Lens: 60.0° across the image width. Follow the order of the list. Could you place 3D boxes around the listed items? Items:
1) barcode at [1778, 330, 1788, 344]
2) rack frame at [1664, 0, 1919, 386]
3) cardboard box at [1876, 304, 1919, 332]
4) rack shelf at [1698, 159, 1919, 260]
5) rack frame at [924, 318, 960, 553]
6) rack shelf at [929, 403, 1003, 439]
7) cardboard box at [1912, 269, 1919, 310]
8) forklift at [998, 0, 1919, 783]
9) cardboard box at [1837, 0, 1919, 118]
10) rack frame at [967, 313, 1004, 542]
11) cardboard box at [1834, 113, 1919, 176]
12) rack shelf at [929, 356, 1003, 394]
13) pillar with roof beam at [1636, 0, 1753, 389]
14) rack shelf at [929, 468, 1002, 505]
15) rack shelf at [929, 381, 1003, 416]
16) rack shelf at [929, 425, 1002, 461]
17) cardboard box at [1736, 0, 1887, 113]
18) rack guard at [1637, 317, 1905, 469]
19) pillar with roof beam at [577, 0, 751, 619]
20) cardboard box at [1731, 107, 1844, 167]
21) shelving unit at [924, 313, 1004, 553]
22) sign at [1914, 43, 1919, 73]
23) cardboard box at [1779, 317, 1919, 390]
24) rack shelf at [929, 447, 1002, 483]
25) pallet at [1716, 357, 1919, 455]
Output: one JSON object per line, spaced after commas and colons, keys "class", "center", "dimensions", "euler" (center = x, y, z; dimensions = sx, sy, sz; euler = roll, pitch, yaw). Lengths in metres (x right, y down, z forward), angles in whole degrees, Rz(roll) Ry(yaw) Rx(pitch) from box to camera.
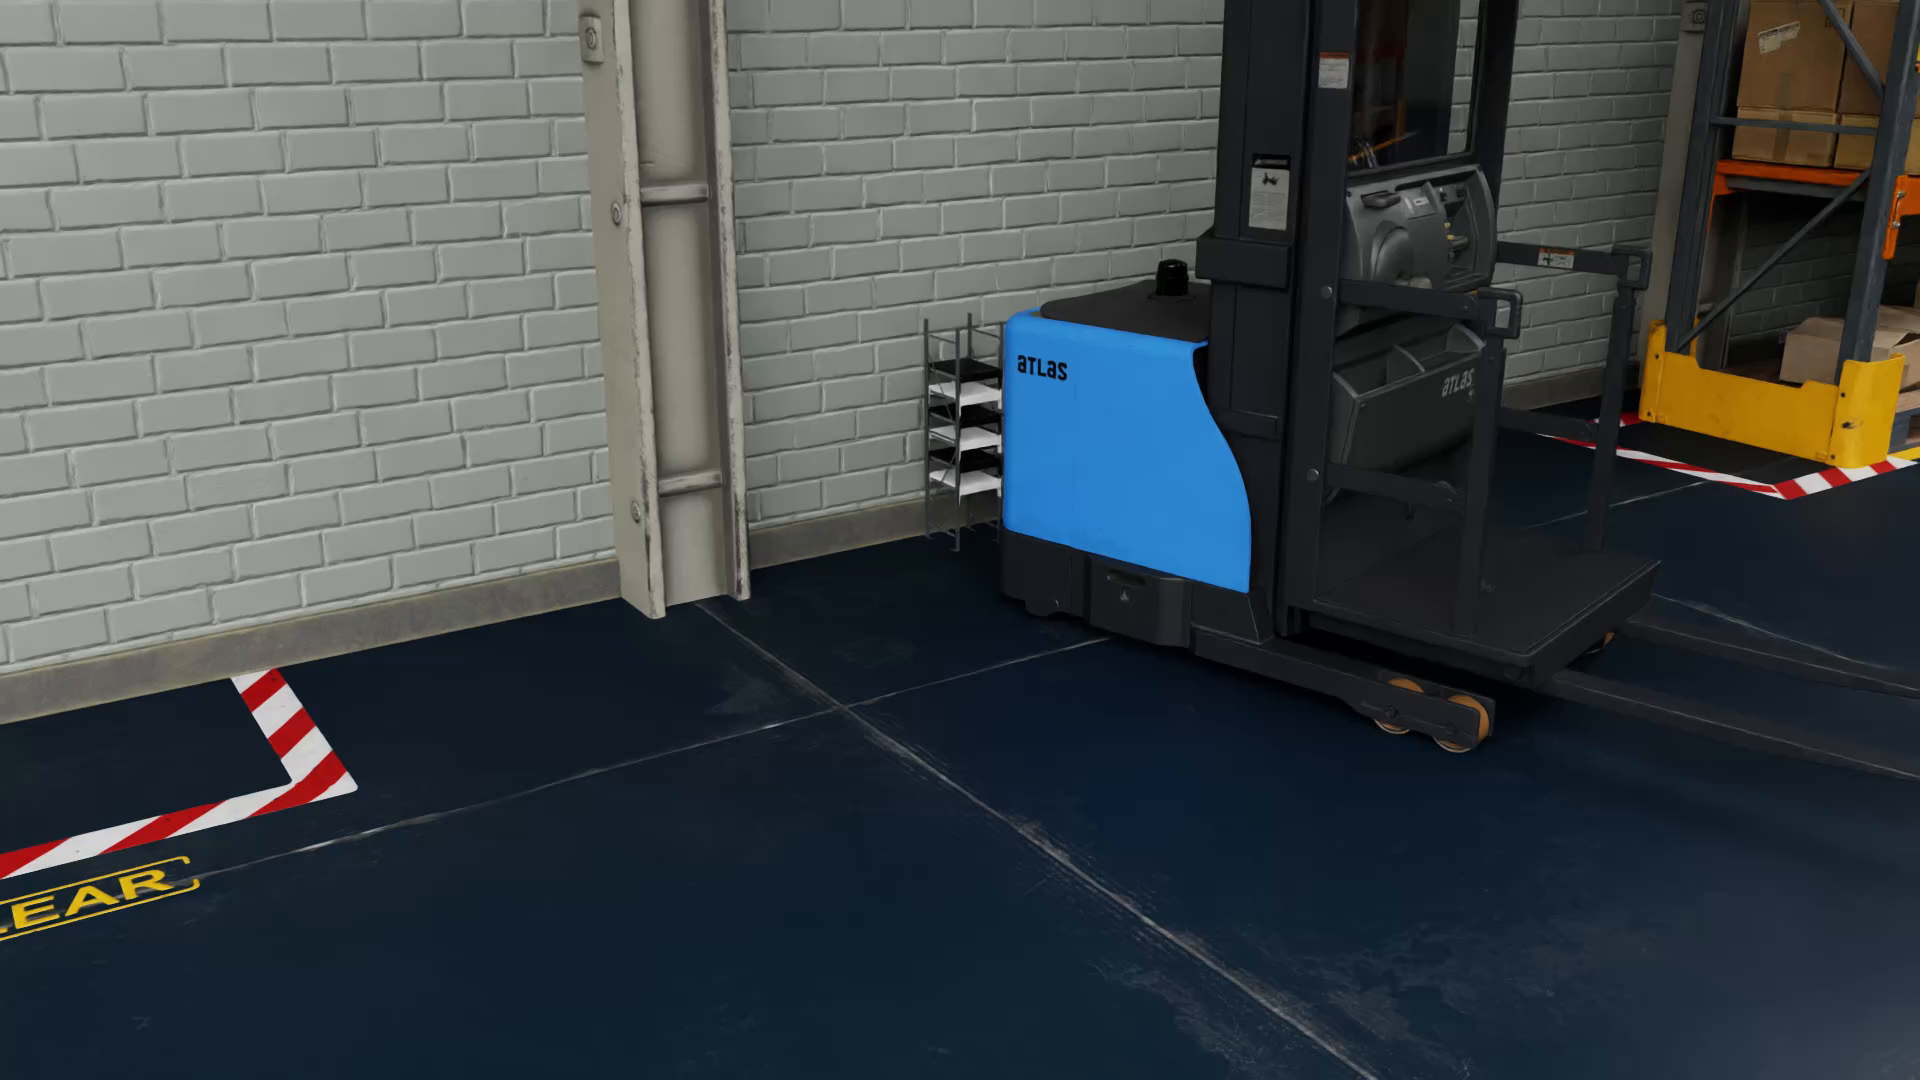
{"class": "barcode", "center": [4.310, -1.064, 8.706], "dimensions": [0.075, 0.075, 0.001], "euler": [-12, 22, -31]}
{"class": "rack frame", "center": [3.887, -1.917, 7.732], "dimensions": [0.127, 3.000, 1.000], "euler": [-12, 22, -31]}
{"class": "cardboard box", "center": [4.991, -1.050, 8.679], "dimensions": [0.500, 0.311, 0.500], "euler": [-10, 21, -27]}
{"class": "rack shelf", "center": [5.558, -1.929, 8.889], "dimensions": [4.000, 0.370, 1.077], "euler": [-12, 22, -31]}
{"class": "rack frame", "center": [-0.070, -0.407, 6.544], "dimensions": [0.006, 0.900, 0.240], "euler": [-12, 22, -32]}
{"class": "rack shelf", "center": [0.014, -0.479, 6.579], "dimensions": [0.200, 0.077, 0.258], "euler": [-12, 22, -32]}
{"class": "cardboard box", "center": [5.631, -1.255, 8.991], "dimensions": [0.500, 0.500, 0.700], "euler": [-14, 23, -35]}
{"class": "forklift", "center": [1.584, -0.953, 4.987], "dimensions": [3.031, 2.935, 1.130], "euler": [15, 24, 38]}
{"class": "cardboard box", "center": [4.451, -2.215, 7.644], "dimensions": [0.500, 0.500, 0.500], "euler": [-12, 22, -31]}
{"class": "rack frame", "center": [0.098, -0.444, 6.651], "dimensions": [0.006, 0.900, 0.240], "euler": [-12, 22, -32]}
{"class": "cardboard box", "center": [4.469, -1.857, 7.756], "dimensions": [0.500, 0.250, 0.500], "euler": [-13, 22, -33]}
{"class": "rack shelf", "center": [0.014, -0.650, 6.521], "dimensions": [0.200, 0.077, 0.258], "euler": [-12, 22, -32]}
{"class": "pillar with roof beam", "center": [6.364, -3.962, 4.414], "dimensions": [0.400, 9.000, 9.100], "euler": [-12, 22, -31]}
{"class": "rack shelf", "center": [0.013, -0.224, 6.666], "dimensions": [0.200, 0.077, 0.258], "euler": [-12, 22, -32]}
{"class": "rack shelf", "center": [0.014, -0.565, 6.550], "dimensions": [0.200, 0.077, 0.258], "euler": [-12, 22, -32]}
{"class": "rack shelf", "center": [0.014, -0.394, 6.608], "dimensions": [0.200, 0.077, 0.258], "euler": [-12, 22, -32]}
{"class": "cardboard box", "center": [4.164, -2.351, 8.047], "dimensions": [0.500, 0.500, 0.500], "euler": [-12, 22, -32]}
{"class": "rack guard", "center": [3.951, -0.746, 8.172], "dimensions": [0.348, 0.500, 1.175], "euler": [-12, 22, -31]}
{"class": "pillar with roof beam", "center": [1.353, -2.905, 1.288], "dimensions": [0.400, 9.000, 9.100], "euler": [-12, 22, -31]}
{"class": "cardboard box", "center": [4.171, -1.990, 8.150], "dimensions": [0.500, 0.250, 0.500], "euler": [-12, 22, -31]}
{"class": "shelving unit", "center": [0.014, -0.426, 6.597], "dimensions": [0.210, 0.900, 0.258], "euler": [-12, 22, -32]}
{"class": "sign", "center": [4.186, -2.182, 7.164], "dimensions": [0.005, 0.325, 0.100], "euler": [-12, 22, -31]}
{"class": "cardboard box", "center": [4.515, -0.950, 8.382], "dimensions": [0.500, 0.311, 0.500], "euler": [-15, 24, -37]}
{"class": "rack shelf", "center": [0.014, -0.309, 6.637], "dimensions": [0.200, 0.077, 0.258], "euler": [-12, 22, -32]}
{"class": "pallet", "center": [4.649, -0.743, 8.614], "dimensions": [1.213, 0.211, 1.003], "euler": [-12, 22, -31]}
